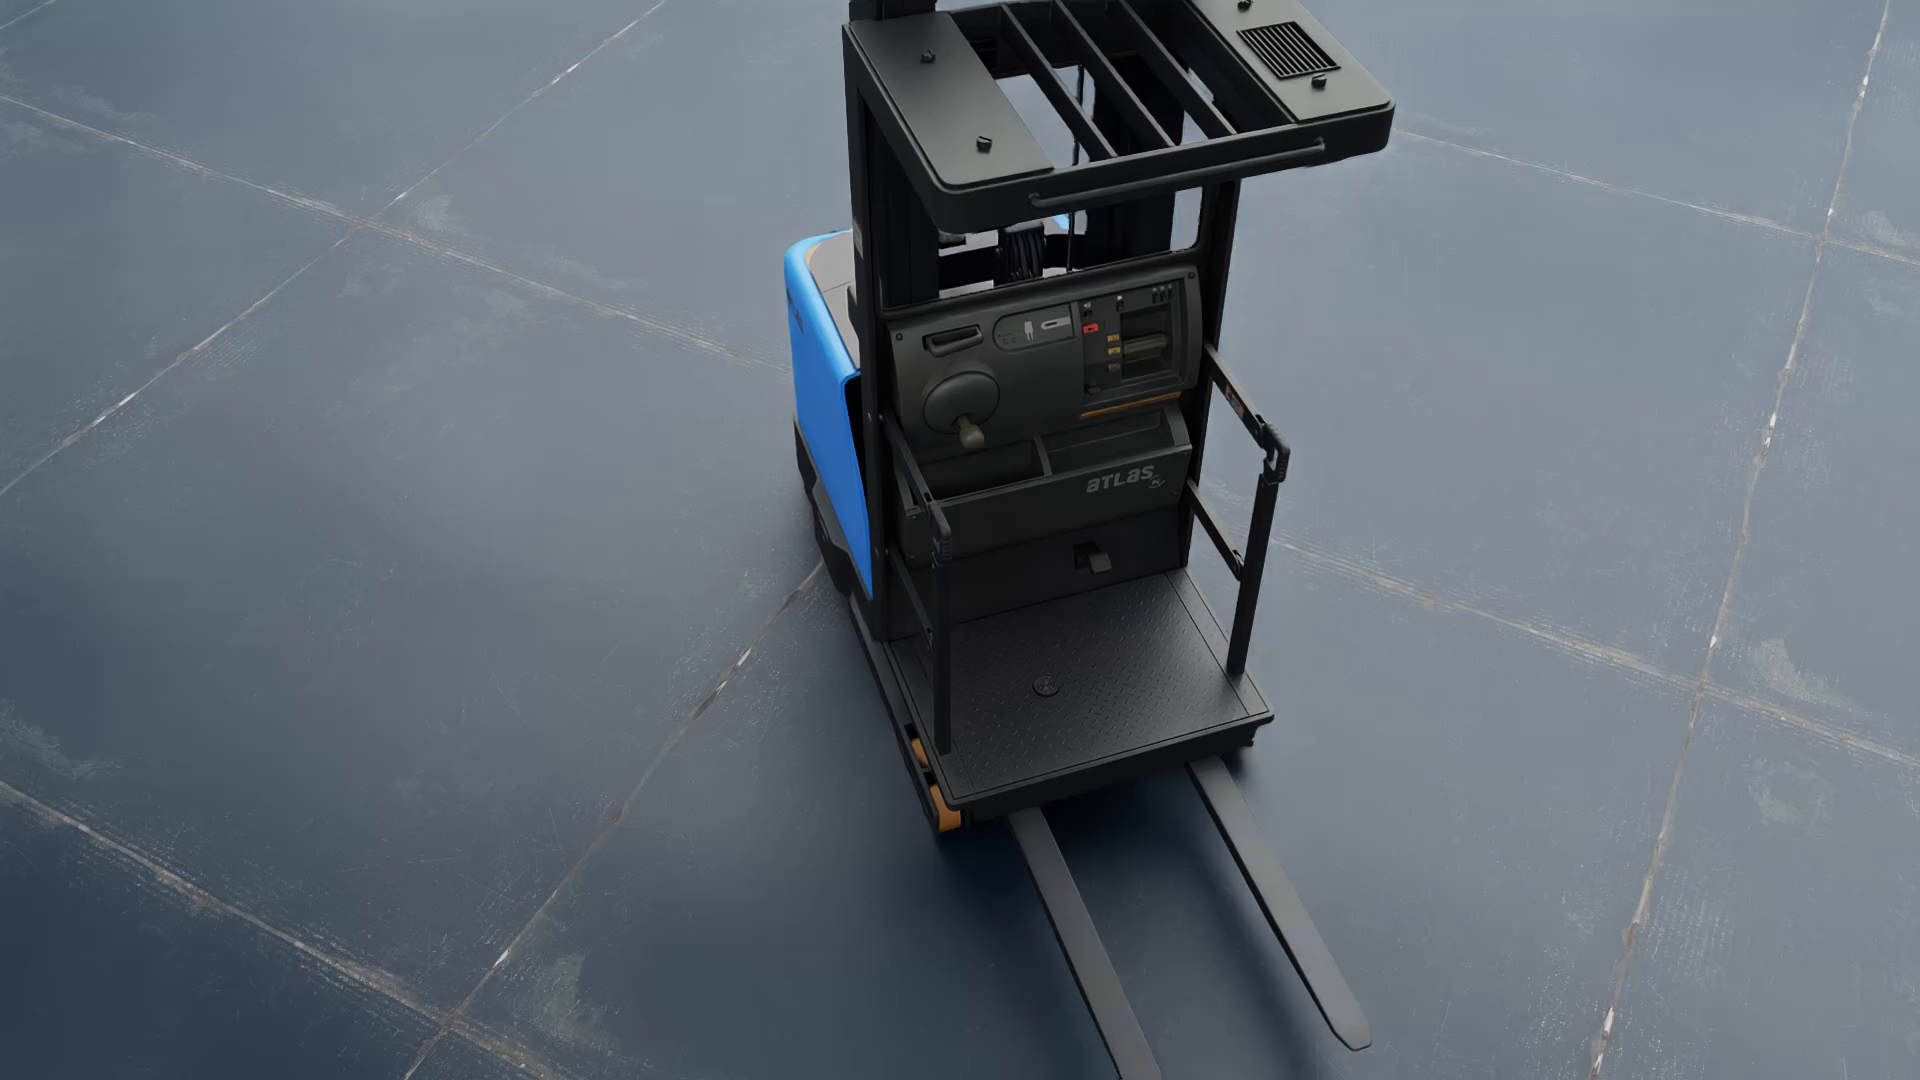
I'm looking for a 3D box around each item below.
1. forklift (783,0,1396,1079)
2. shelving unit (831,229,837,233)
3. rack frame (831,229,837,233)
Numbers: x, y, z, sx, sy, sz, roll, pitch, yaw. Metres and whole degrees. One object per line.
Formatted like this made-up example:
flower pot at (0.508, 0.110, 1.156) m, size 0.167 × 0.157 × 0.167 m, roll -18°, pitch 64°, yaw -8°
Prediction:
forklift at (0.328, -0.430, 4.614) m, size 1.130 × 2.935 × 3.031 m, roll -14°, pitch 47°, yaw -13°
shelving unit at (-0.327, -0.778, 6.387) m, size 0.258 × 0.900 × 0.210 m, roll -14°, pitch 47°, yaw -13°
rack frame at (-0.360, -0.847, 6.454) m, size 0.240 × 0.900 × 0.006 m, roll -14°, pitch 47°, yaw -13°
